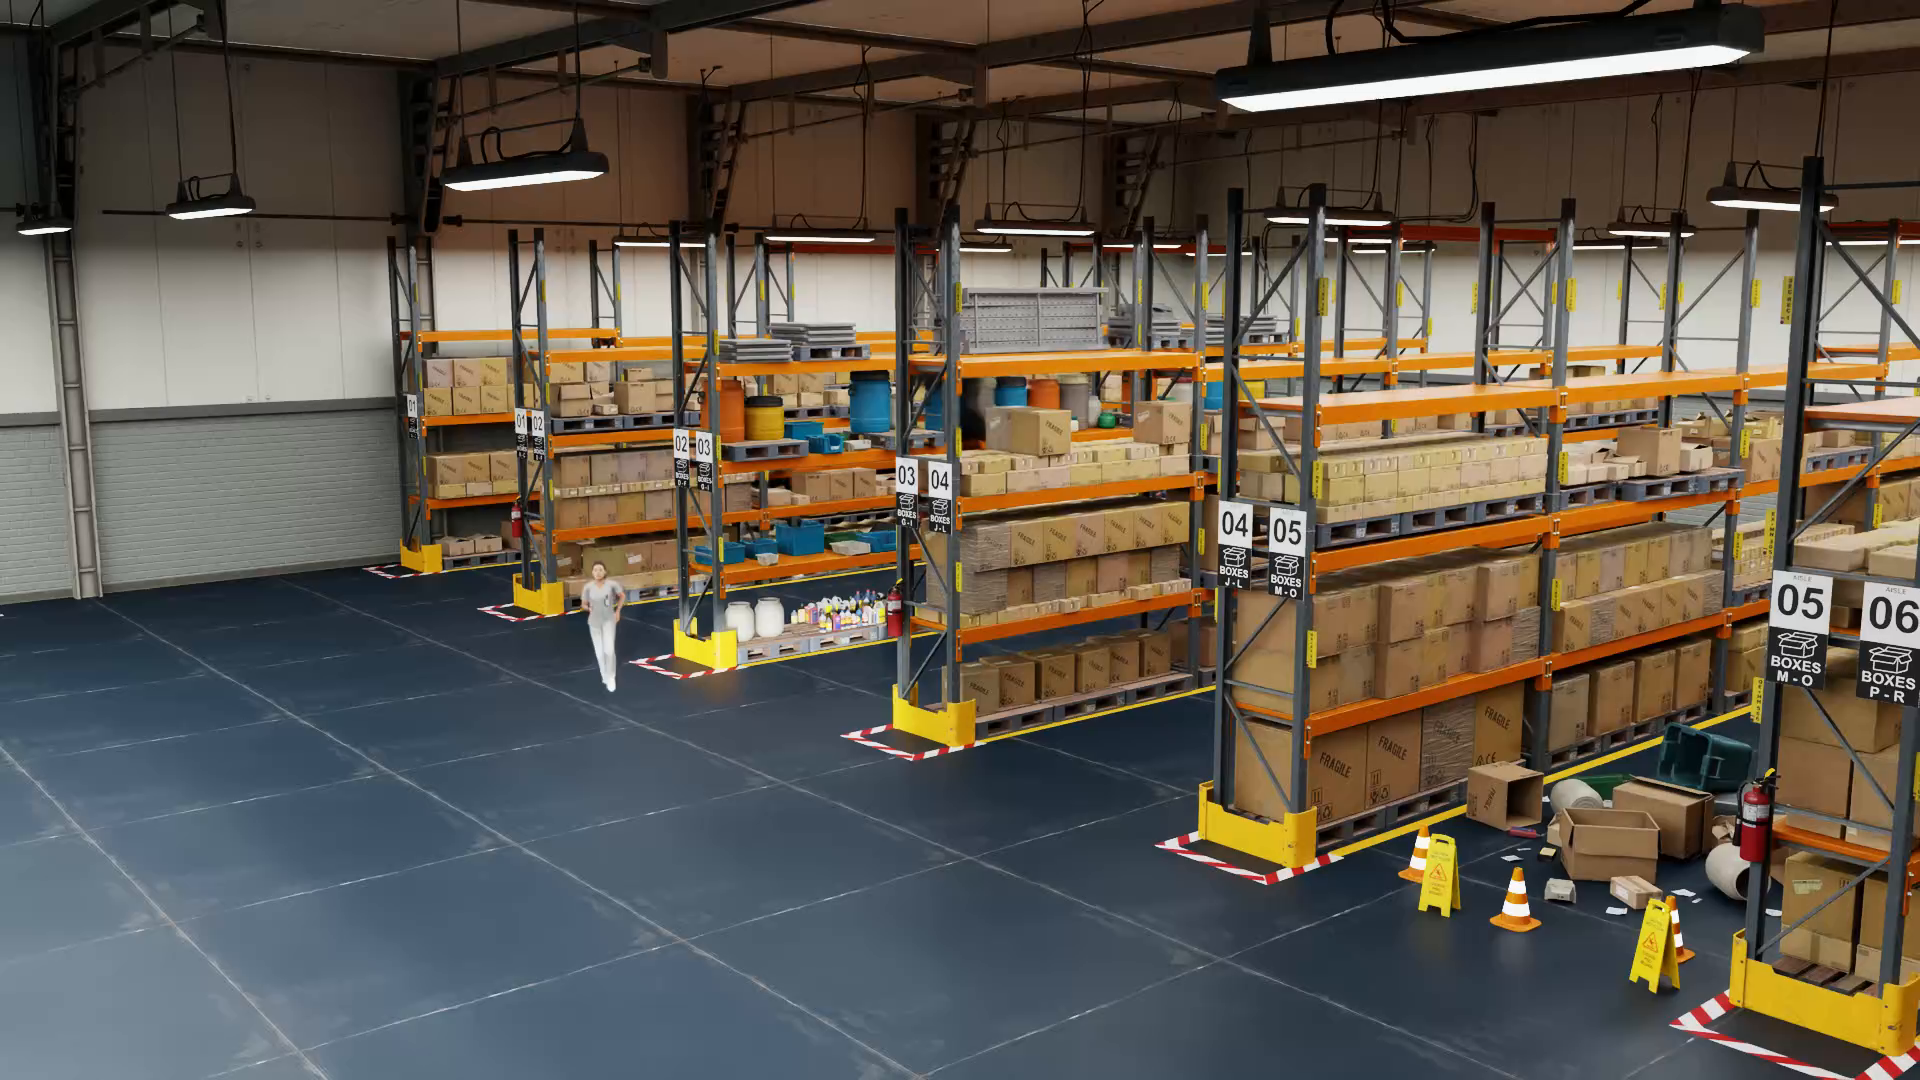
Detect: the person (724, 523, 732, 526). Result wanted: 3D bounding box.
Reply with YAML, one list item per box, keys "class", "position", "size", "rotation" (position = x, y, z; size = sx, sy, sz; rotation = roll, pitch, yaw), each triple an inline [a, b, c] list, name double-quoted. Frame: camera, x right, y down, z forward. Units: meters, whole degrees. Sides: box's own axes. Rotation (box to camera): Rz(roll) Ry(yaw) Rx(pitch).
- class: "person"
  position: [-4.240, -0.414, 30.477]
  size: [0.642, 1.829, 0.850]
  rotation: [8, 12, 42]

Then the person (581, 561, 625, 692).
- class: "person"
  position: [-4.562, 1.121, 21.246]
  size: [0.540, 1.639, 0.699]
  rotation: [-1, 9, -3]
